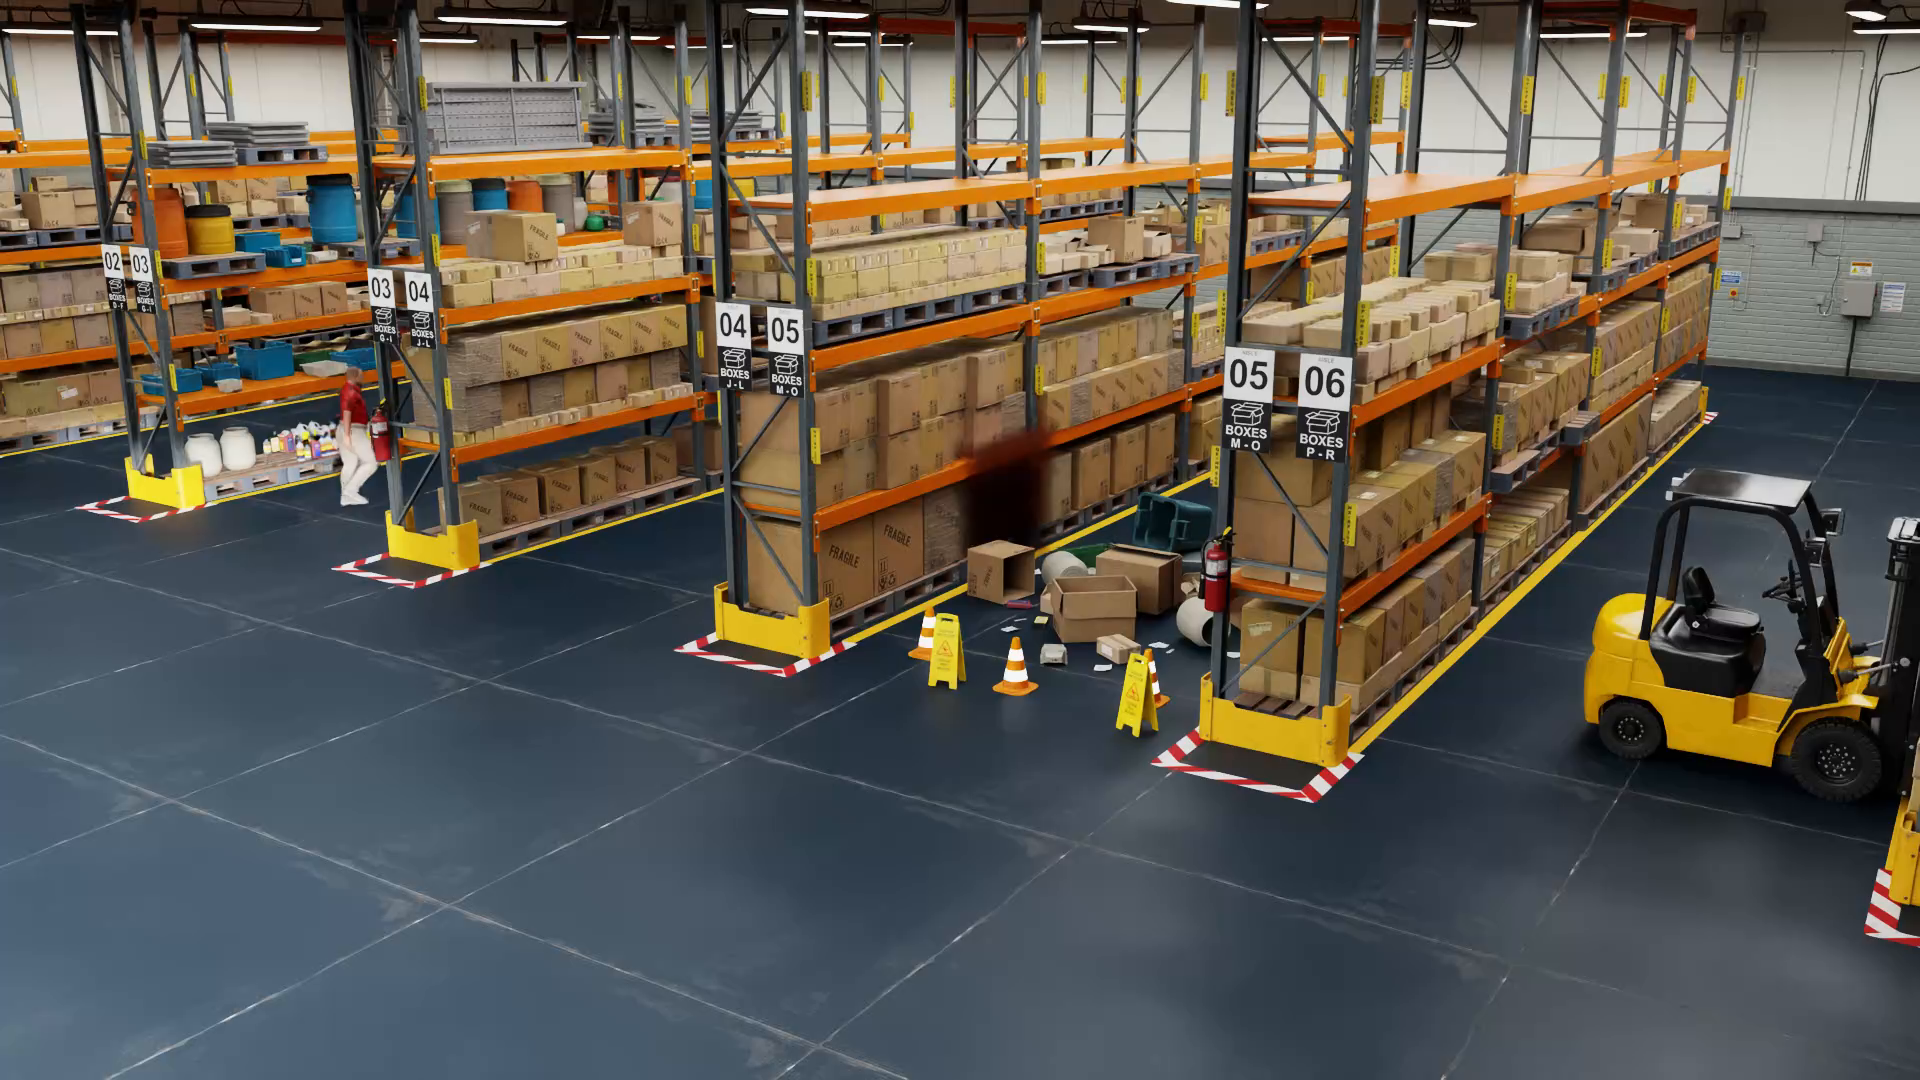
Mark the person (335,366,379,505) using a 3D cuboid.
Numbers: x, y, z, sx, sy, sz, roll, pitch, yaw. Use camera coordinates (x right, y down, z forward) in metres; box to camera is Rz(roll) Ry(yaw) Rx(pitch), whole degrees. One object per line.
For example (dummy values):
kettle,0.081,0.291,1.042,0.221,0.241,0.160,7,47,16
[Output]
person,-7.545,-1.287,20.616,0.485,1.712,0.590,-15,21,-43
